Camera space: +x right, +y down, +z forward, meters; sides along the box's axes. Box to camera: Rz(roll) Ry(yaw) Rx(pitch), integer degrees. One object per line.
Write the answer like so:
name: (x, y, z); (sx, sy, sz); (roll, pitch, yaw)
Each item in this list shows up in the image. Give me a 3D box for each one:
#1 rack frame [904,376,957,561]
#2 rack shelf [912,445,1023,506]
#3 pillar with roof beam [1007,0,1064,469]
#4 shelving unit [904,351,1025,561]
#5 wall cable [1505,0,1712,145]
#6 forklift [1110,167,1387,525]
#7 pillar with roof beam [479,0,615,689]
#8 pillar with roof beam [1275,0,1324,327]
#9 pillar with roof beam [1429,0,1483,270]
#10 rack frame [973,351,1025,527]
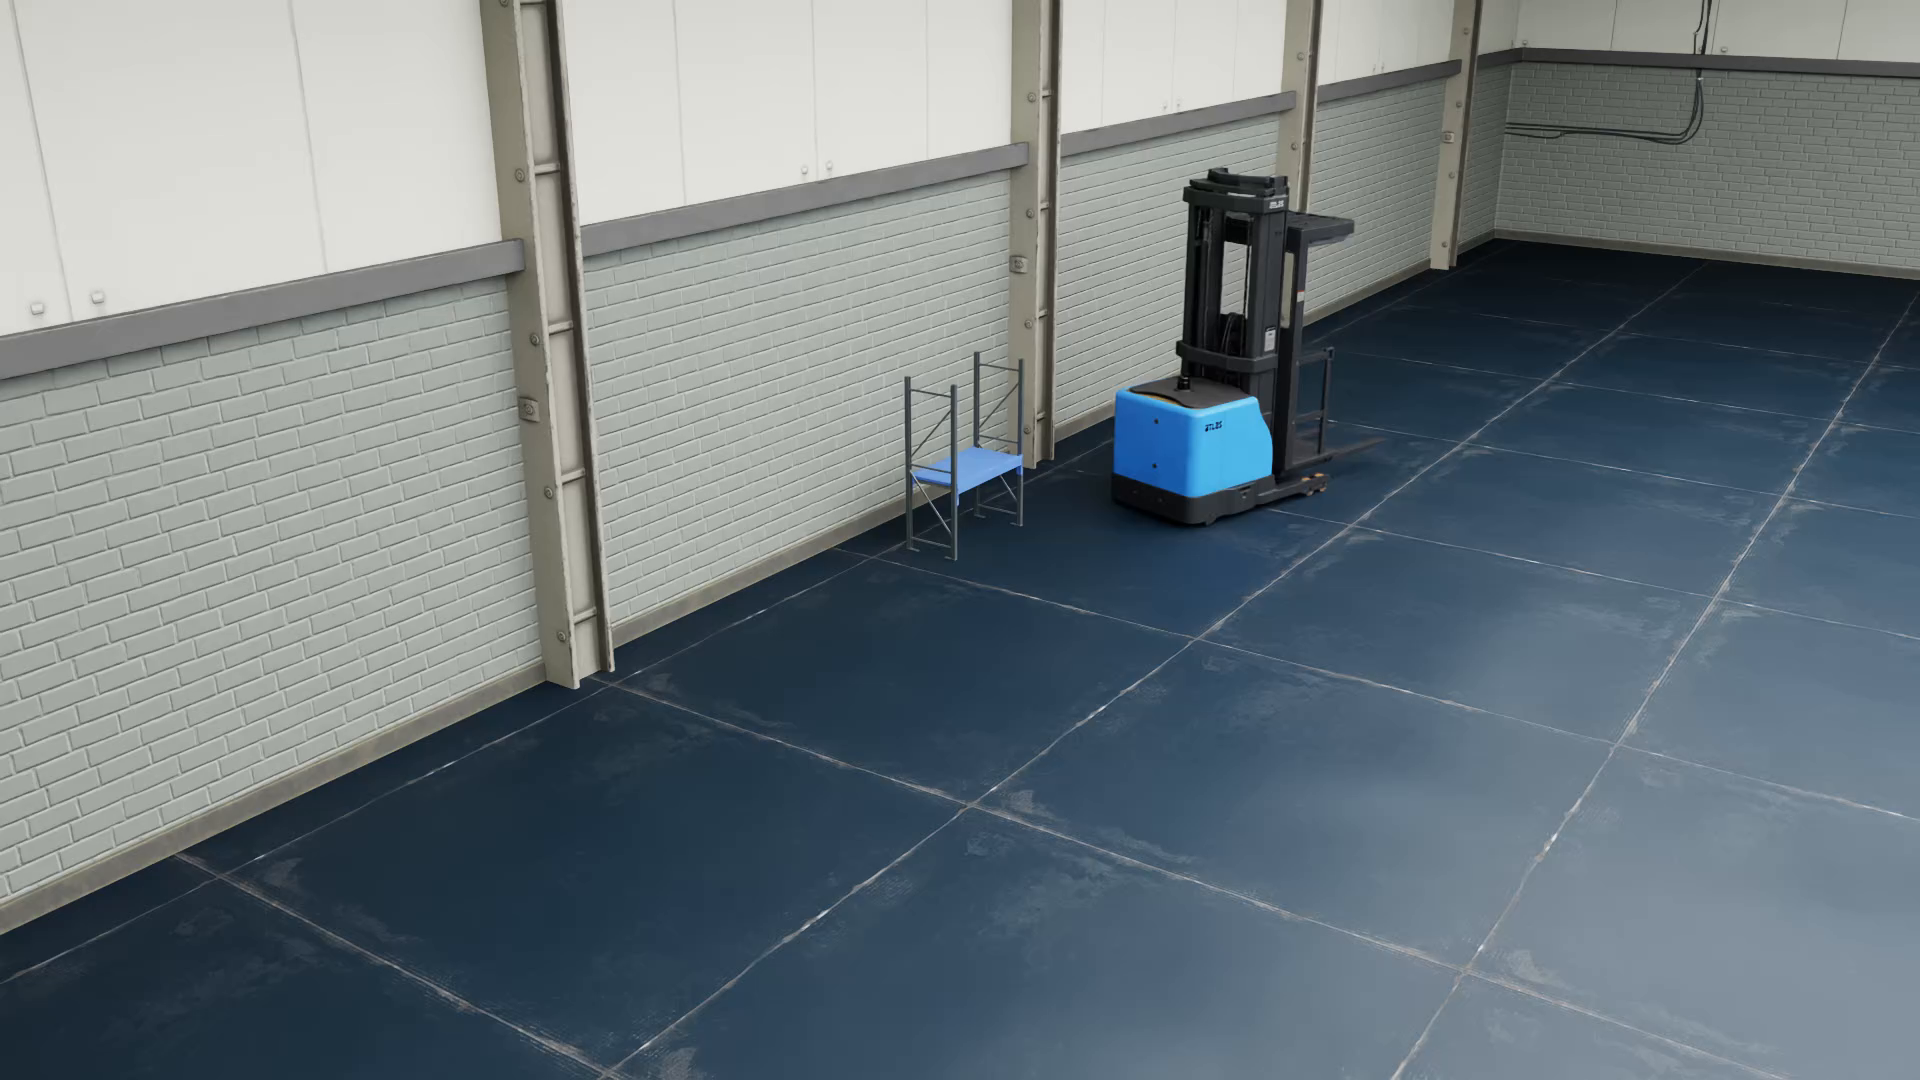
rack frame: (-0.238, -0.582, 13.677); (0.500, 1.500, 0.032); (13, 24, 32)
rack shelf: (0.048, -0.559, 14.133); (0.538, 0.185, 1.000); (13, 24, 32)
pillar with roof beam: (4.255, -4.157, 12.532); (9.100, 9.000, 0.400); (13, 24, 32)
shelving unit: (0.048, -0.728, 14.071); (0.538, 1.500, 1.048); (13, 24, 32)
wall cable: (10.190, -7.571, 26.237); (3.097, 2.526, 0.112); (13, 24, 32)
forklift: (2.818, -1.910, 15.203); (3.031, 2.935, 1.130); (-16, 26, -37)
pillar with roof beam: (0.882, -2.436, 7.878); (9.100, 9.000, 0.400); (13, 24, 32)
pillar with roof beam: (7.628, -5.879, 17.187); (9.100, 9.000, 0.400); (13, 24, 32)
pillar with roof beam: (11.001, -7.600, 21.841); (9.100, 9.000, 0.400); (13, 24, 32)
rack frame: (0.334, -0.874, 14.465); (0.500, 1.500, 0.032); (13, 24, 32)
